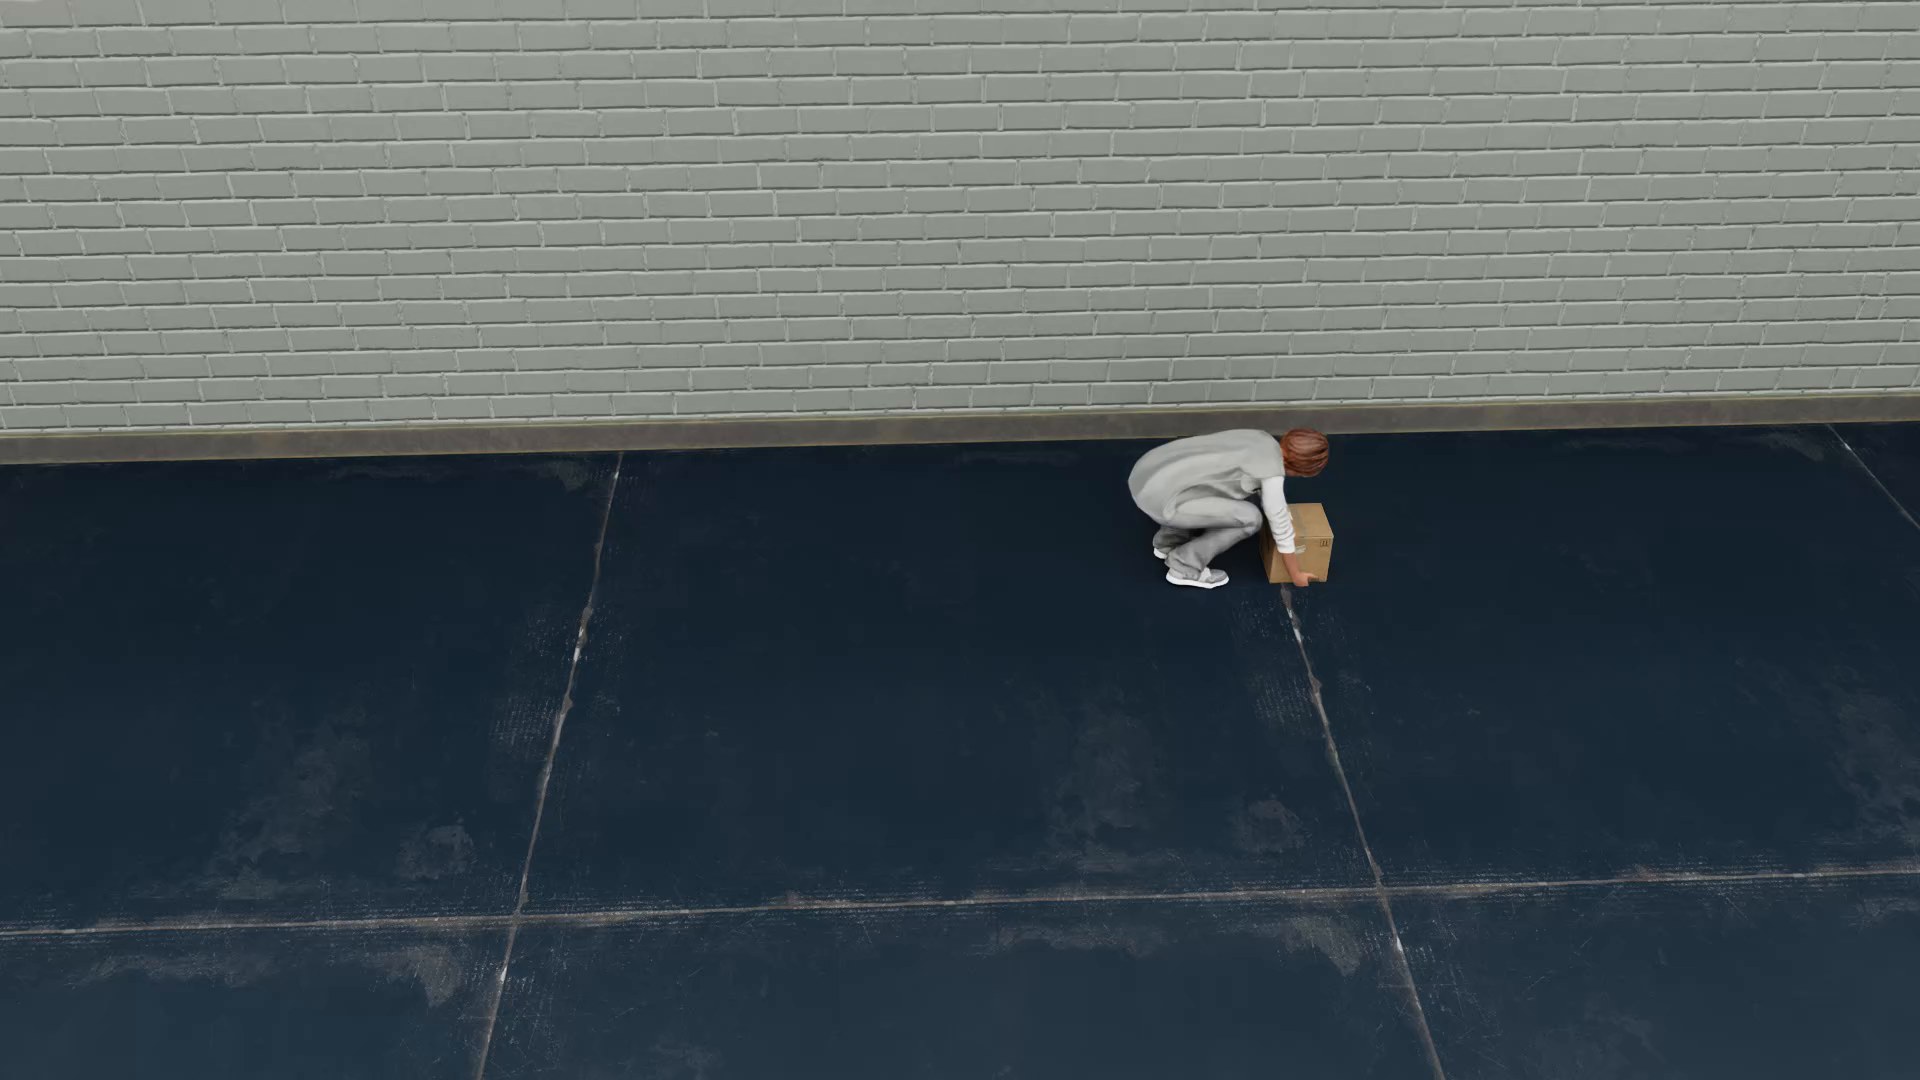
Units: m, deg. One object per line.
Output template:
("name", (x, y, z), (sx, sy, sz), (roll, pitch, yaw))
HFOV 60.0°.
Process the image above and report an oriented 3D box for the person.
("person", (1.142, -0.148, 7.160), (0.859, 0.703, 0.418), (-2, 36, -3))
